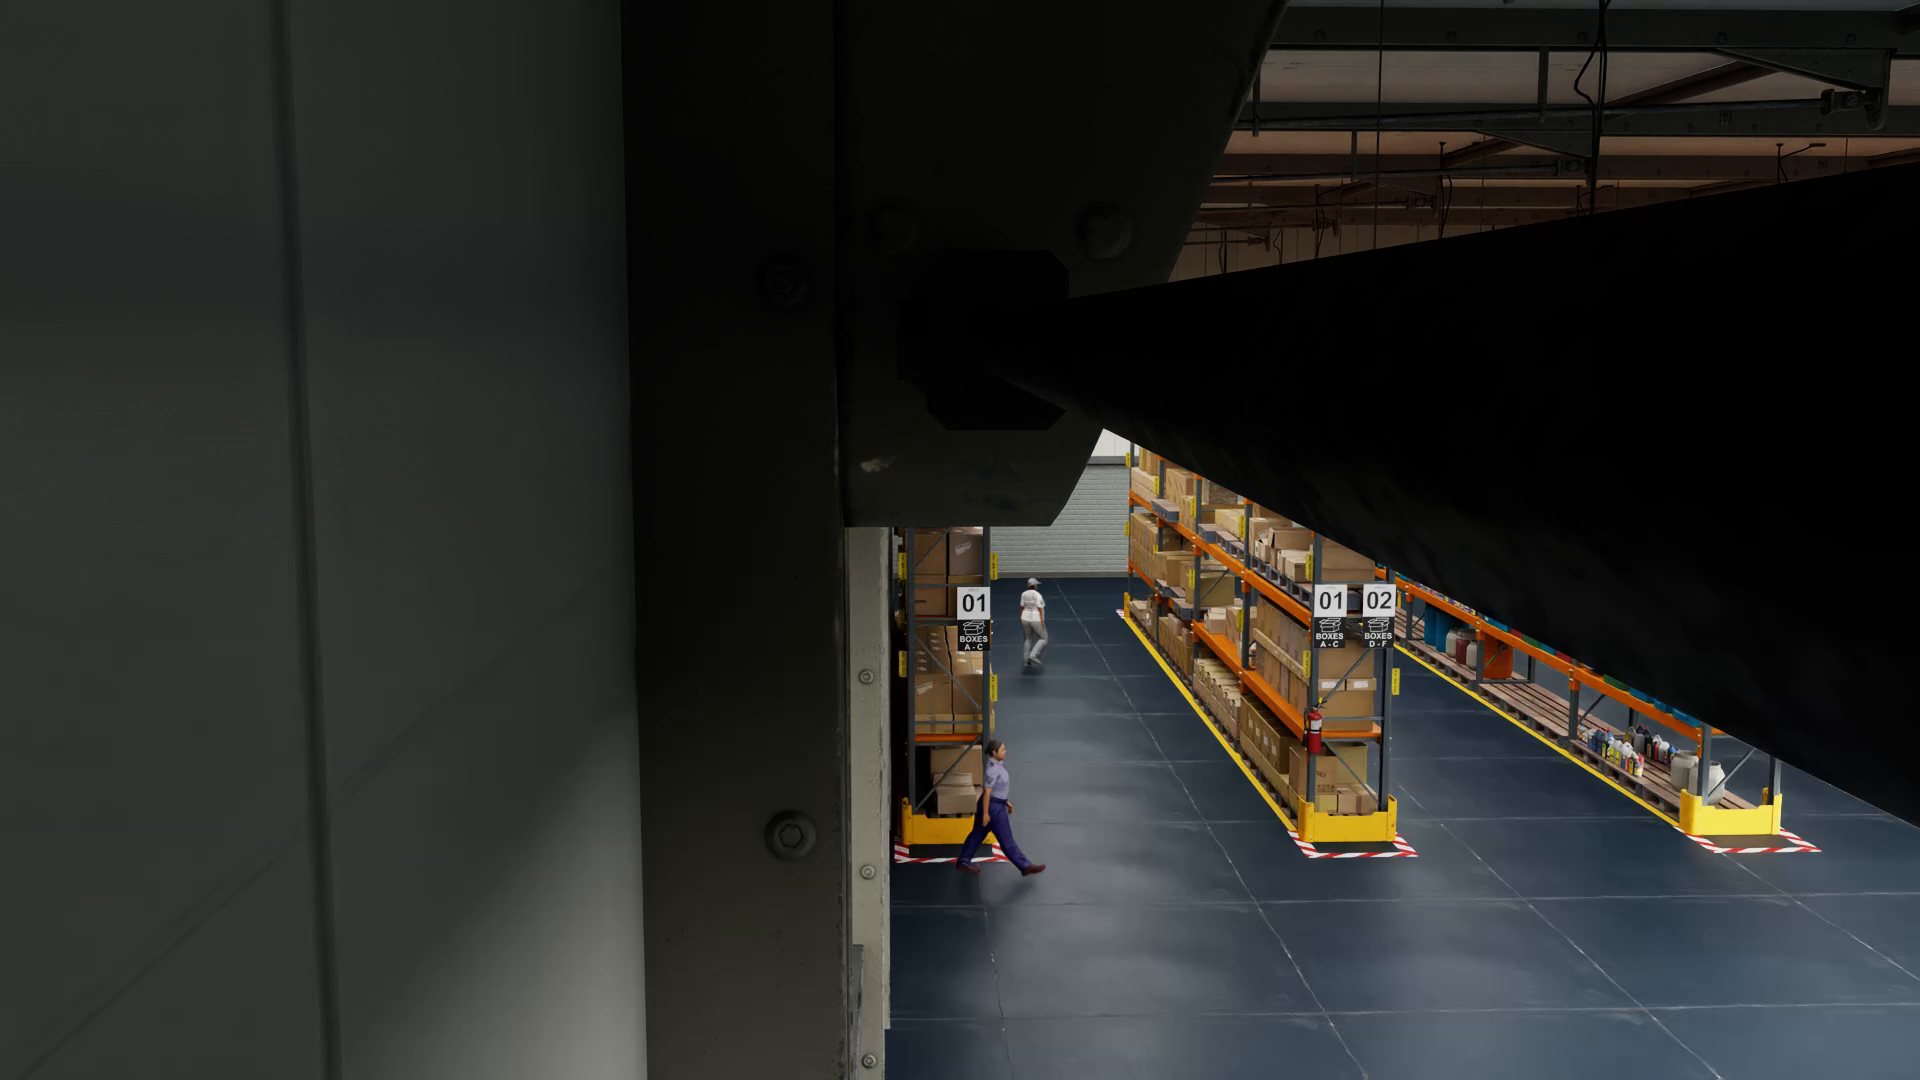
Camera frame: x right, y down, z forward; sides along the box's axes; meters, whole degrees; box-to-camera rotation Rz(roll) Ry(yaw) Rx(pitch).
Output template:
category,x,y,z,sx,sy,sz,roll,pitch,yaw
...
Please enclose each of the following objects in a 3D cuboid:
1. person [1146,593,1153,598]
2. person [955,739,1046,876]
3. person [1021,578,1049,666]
category,x,y,z,sx,sy,sz,roll,pitch,yaw
person,4.752,0.492,38.820,0.888,1.752,0.506,-1,7,-9
person,0.464,3.075,19.151,1.011,1.586,0.535,-1,7,-4
person,1.344,1.536,31.002,0.514,1.665,0.468,6,9,39
